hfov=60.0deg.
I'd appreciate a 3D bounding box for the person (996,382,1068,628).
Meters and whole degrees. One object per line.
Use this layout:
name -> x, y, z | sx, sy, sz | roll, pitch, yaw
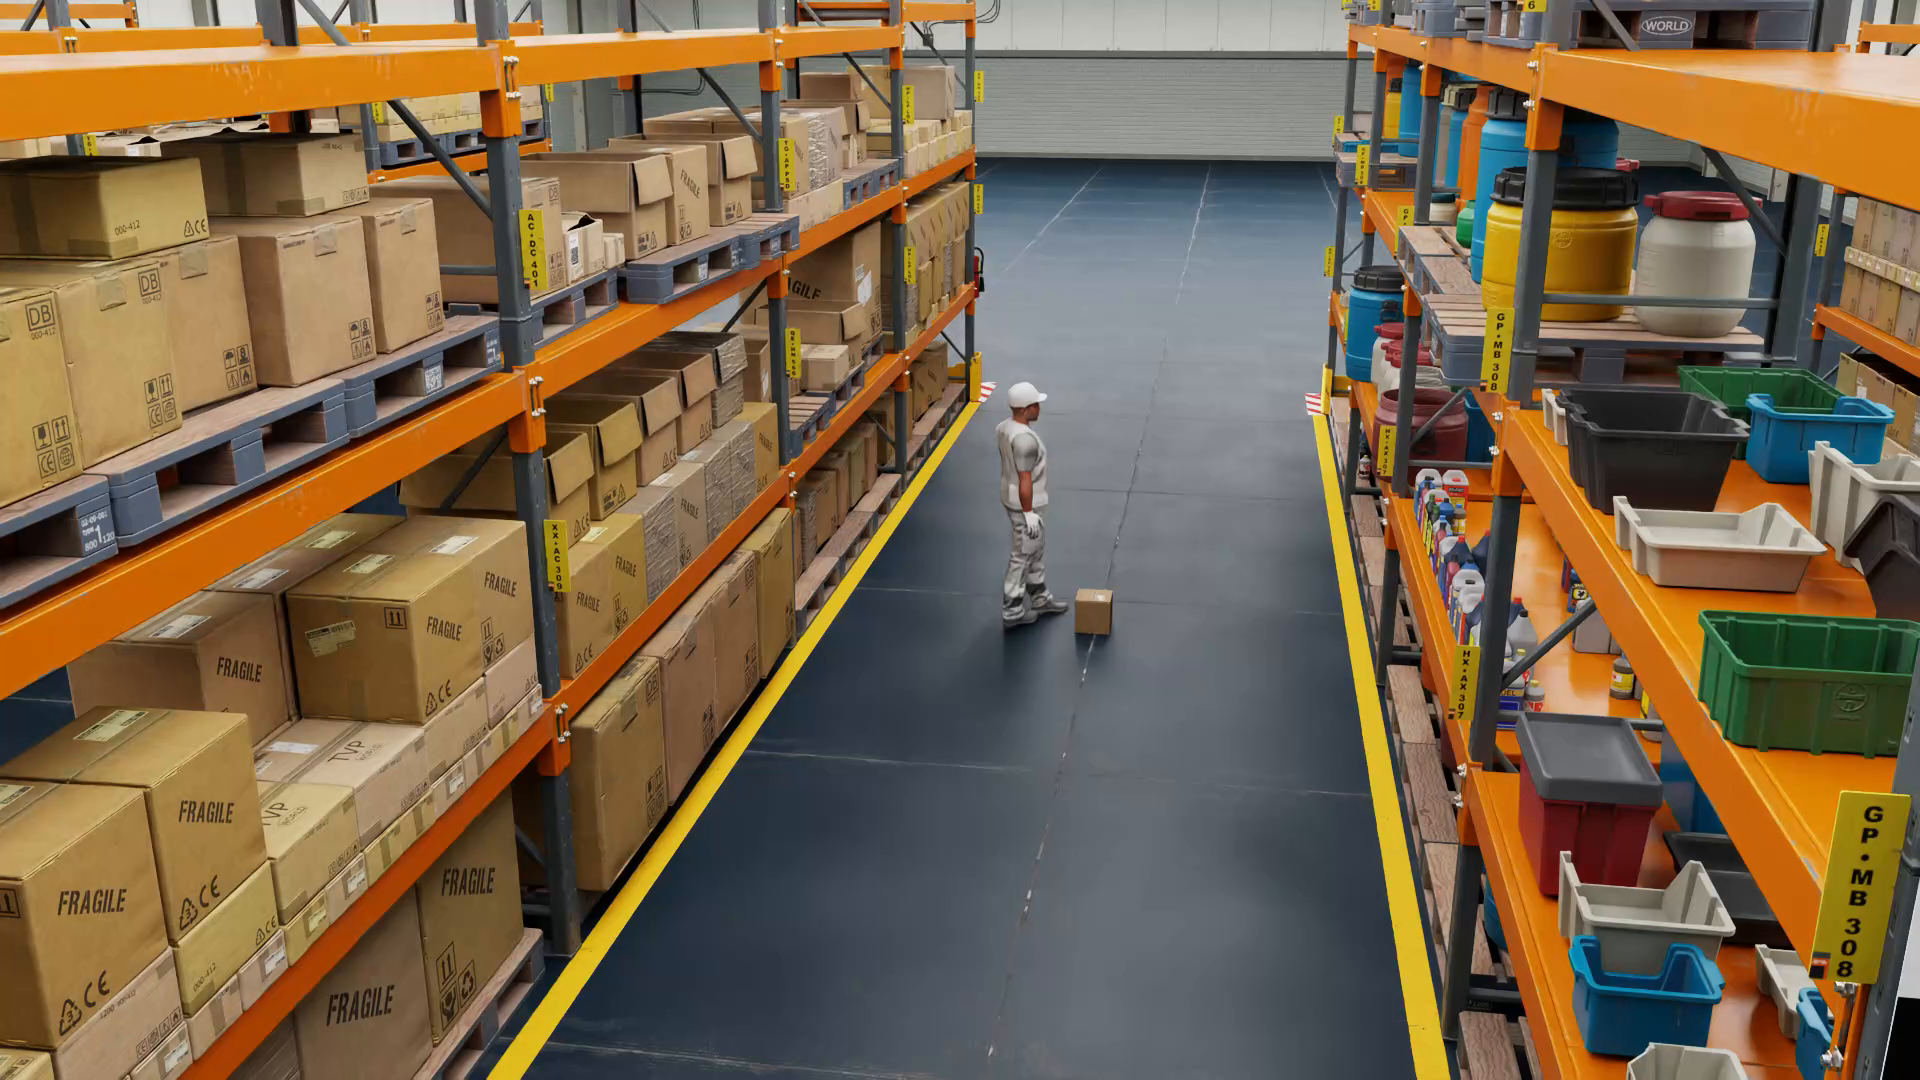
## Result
person -> 0.572, -0.253, 11.777 | 0.587, 1.788, 0.577 | -5, 18, -14
